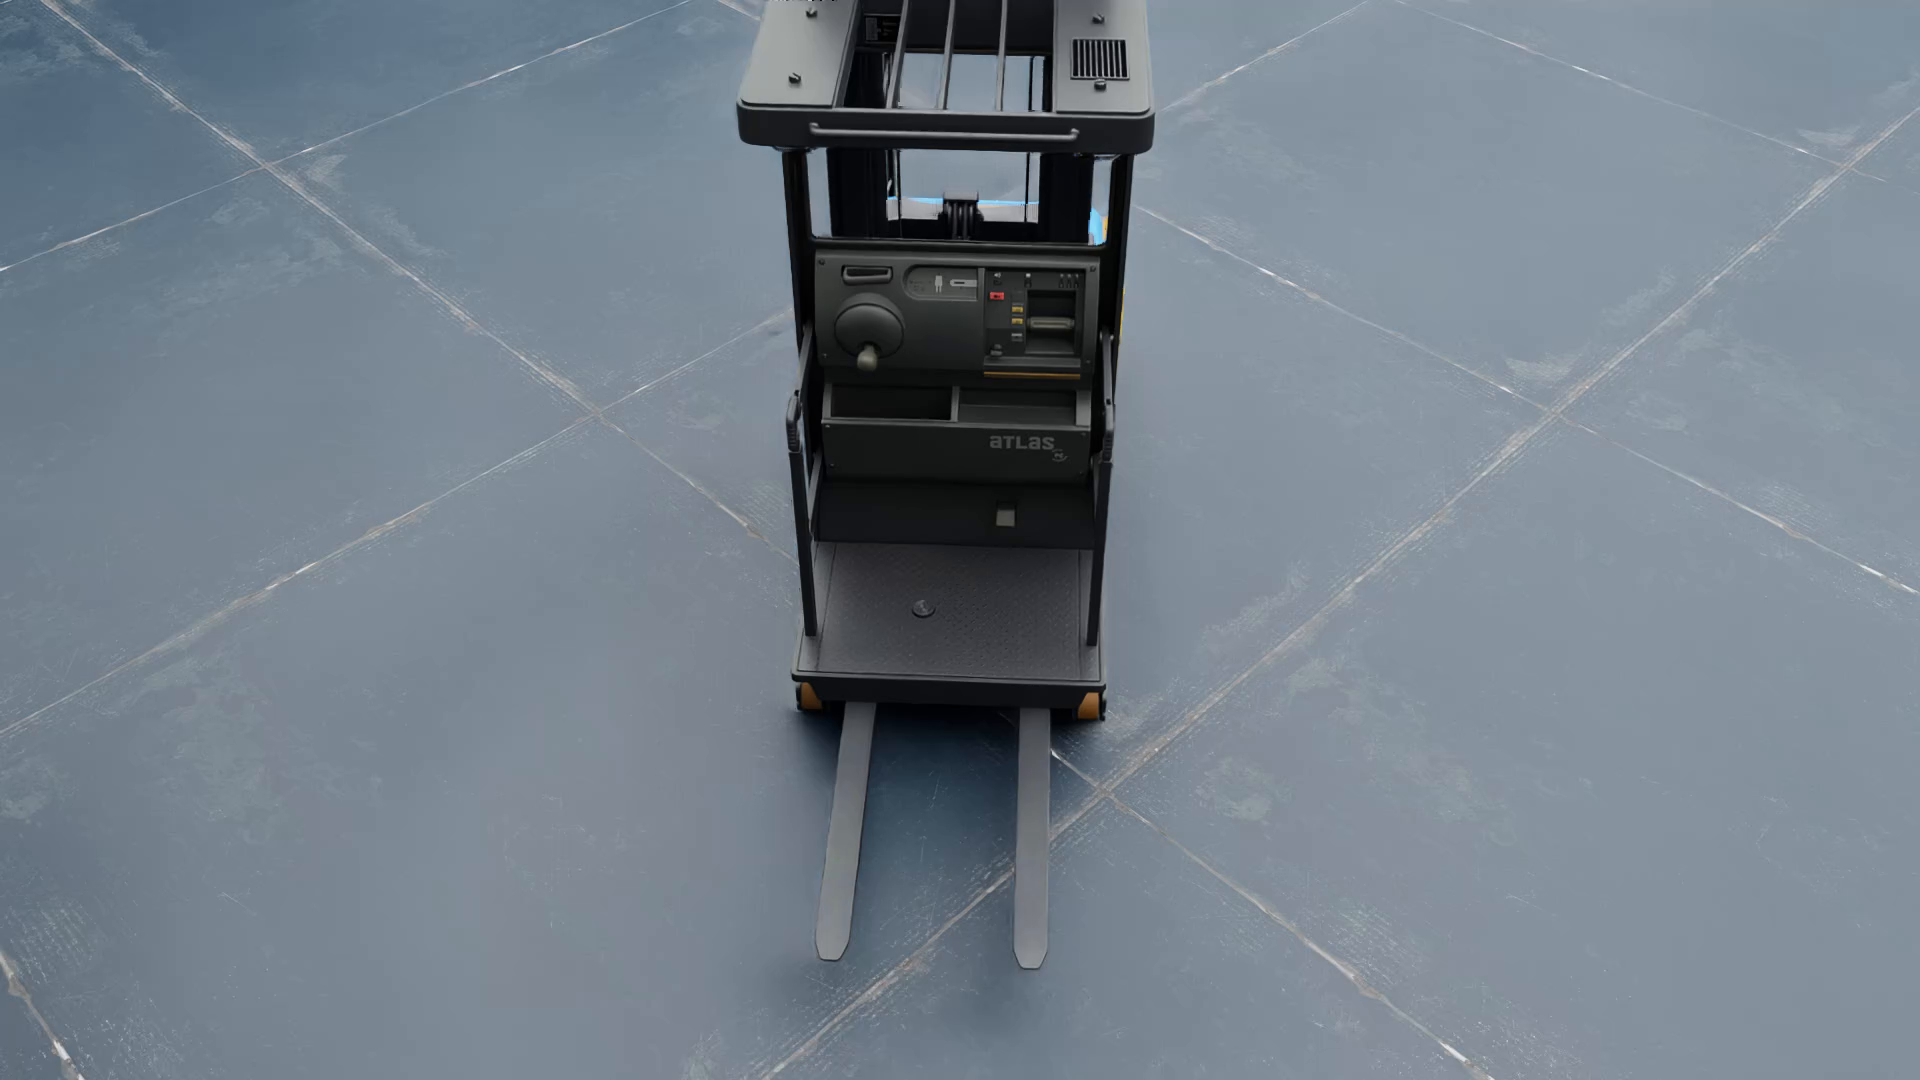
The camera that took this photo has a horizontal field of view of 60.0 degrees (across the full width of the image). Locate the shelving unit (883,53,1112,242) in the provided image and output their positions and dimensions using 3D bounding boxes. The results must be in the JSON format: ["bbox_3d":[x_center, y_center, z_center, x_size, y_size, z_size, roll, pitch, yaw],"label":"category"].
[{"bbox_3d":[0.167,-1.384,7.142,1.083,1.500,0.587,7,43,7],"label":"shelving unit"}]

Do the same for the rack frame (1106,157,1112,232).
[{"bbox_3d":[0.658,-1.324,7.077,0.032,1.500,0.500,7,43,7],"label":"rack frame"}]

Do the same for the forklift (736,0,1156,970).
[{"bbox_3d":[-0.019,-0.655,5.299,1.130,2.935,3.031,2,43,2],"label":"forklift"}]

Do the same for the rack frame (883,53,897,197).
[{"bbox_3d":[-0.343,-1.446,7.209,0.032,1.500,0.500,7,43,7],"label":"rack frame"}]

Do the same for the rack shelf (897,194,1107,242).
[{"bbox_3d":[0.158,-1.253,7.265,1.000,0.185,0.538,7,43,7],"label":"rack shelf"}]
